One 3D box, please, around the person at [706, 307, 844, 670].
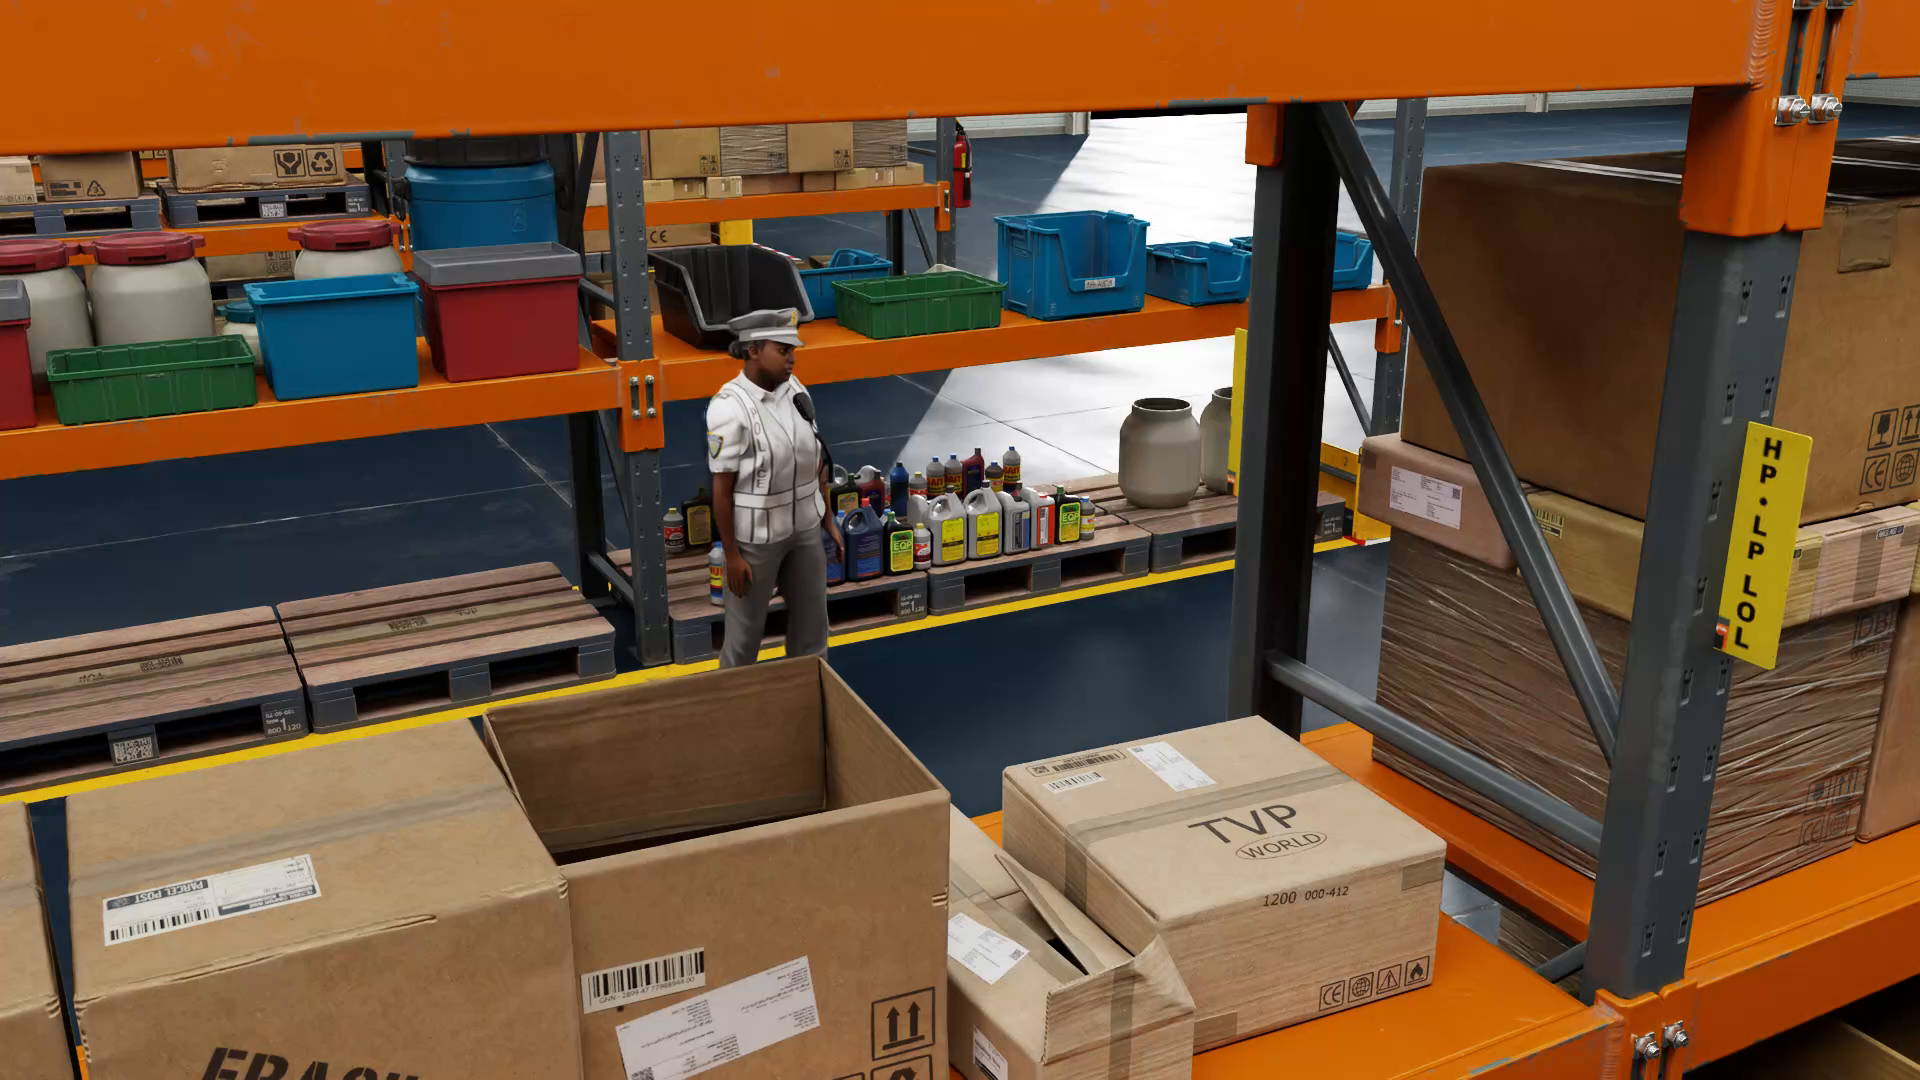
[{"bbox_3d":[-0.660,0.000,5.962,0.548,1.682,0.427,-17,25,-41],"label":"person"}]
